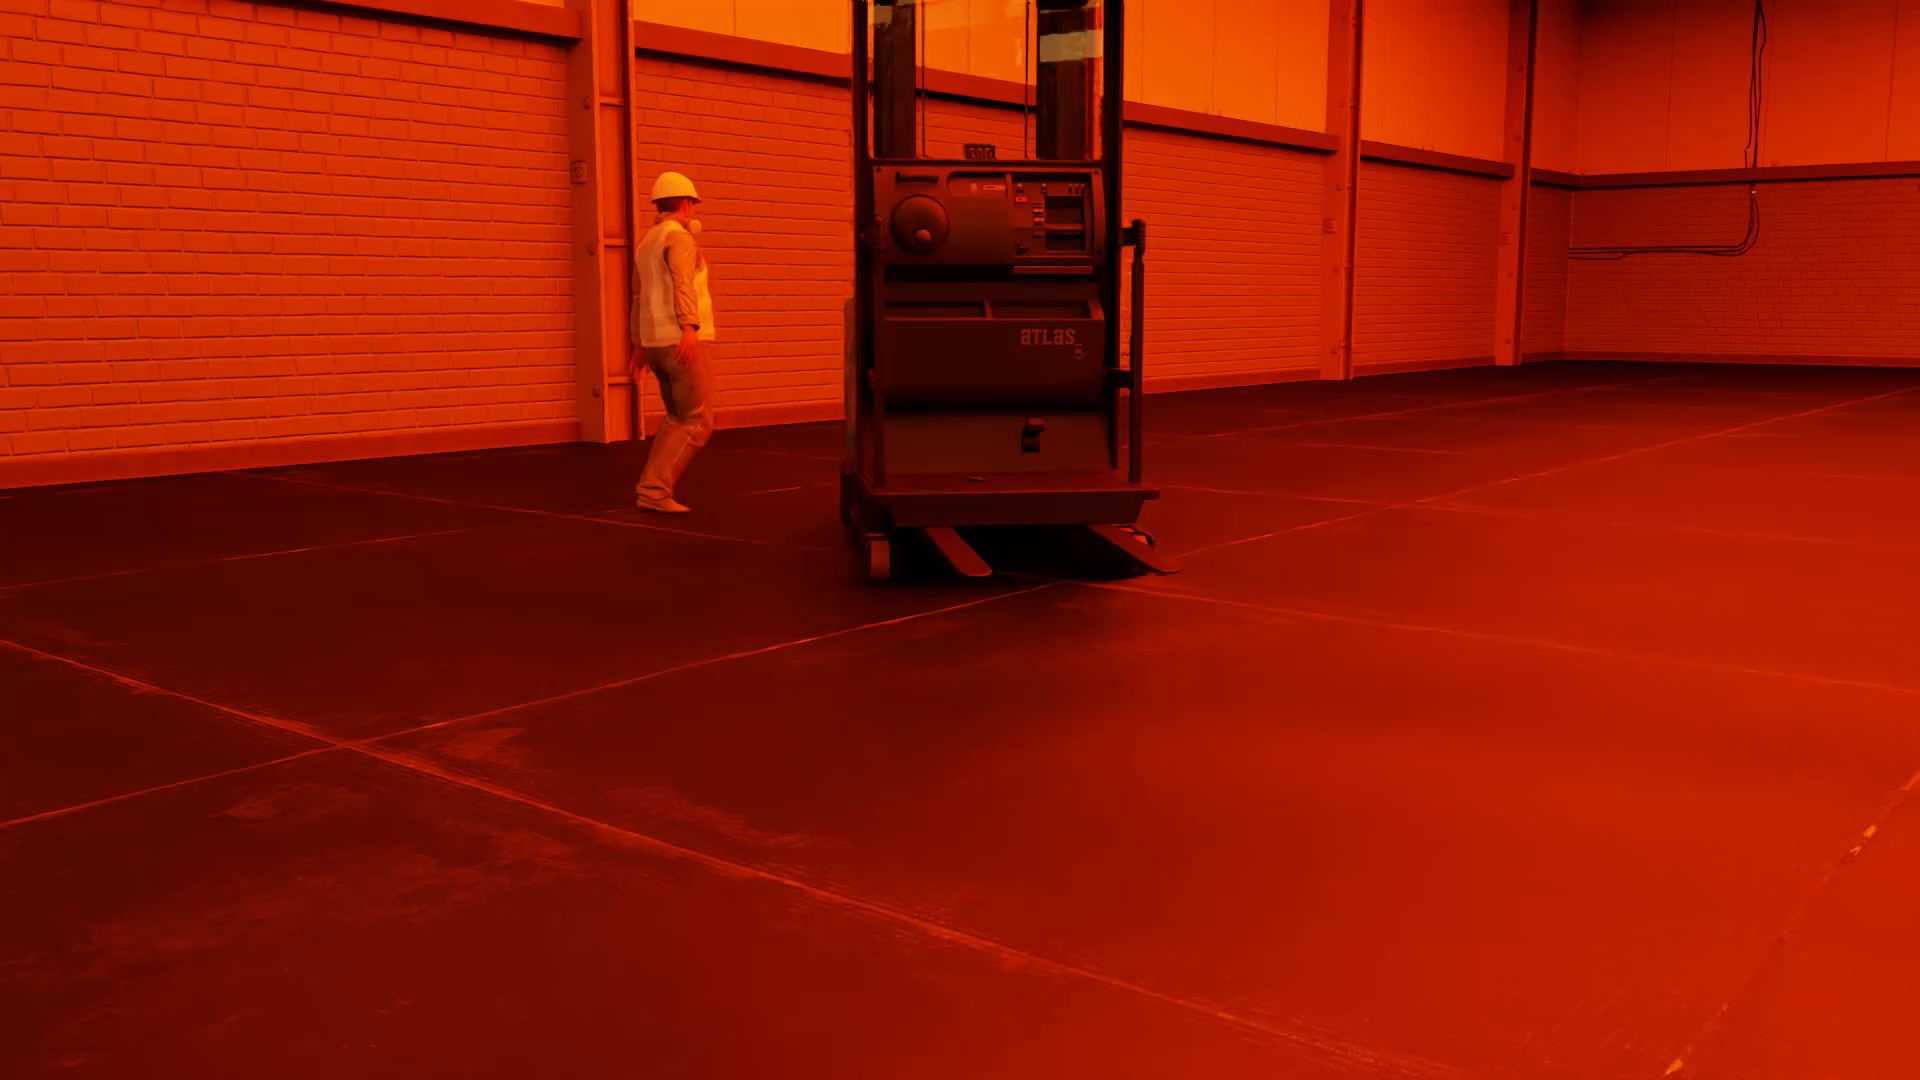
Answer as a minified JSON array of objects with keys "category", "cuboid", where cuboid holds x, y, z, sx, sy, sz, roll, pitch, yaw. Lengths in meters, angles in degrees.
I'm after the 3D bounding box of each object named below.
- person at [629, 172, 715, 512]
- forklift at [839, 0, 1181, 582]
[{"category":"person","cuboid":[-1.473,-0.994,8.463,0.492,1.743,0.854,-5,9,-29]},{"category":"forklift","cuboid":[0.148,-1.343,6.462,1.130,2.935,3.031,-1,8,-8]}]
